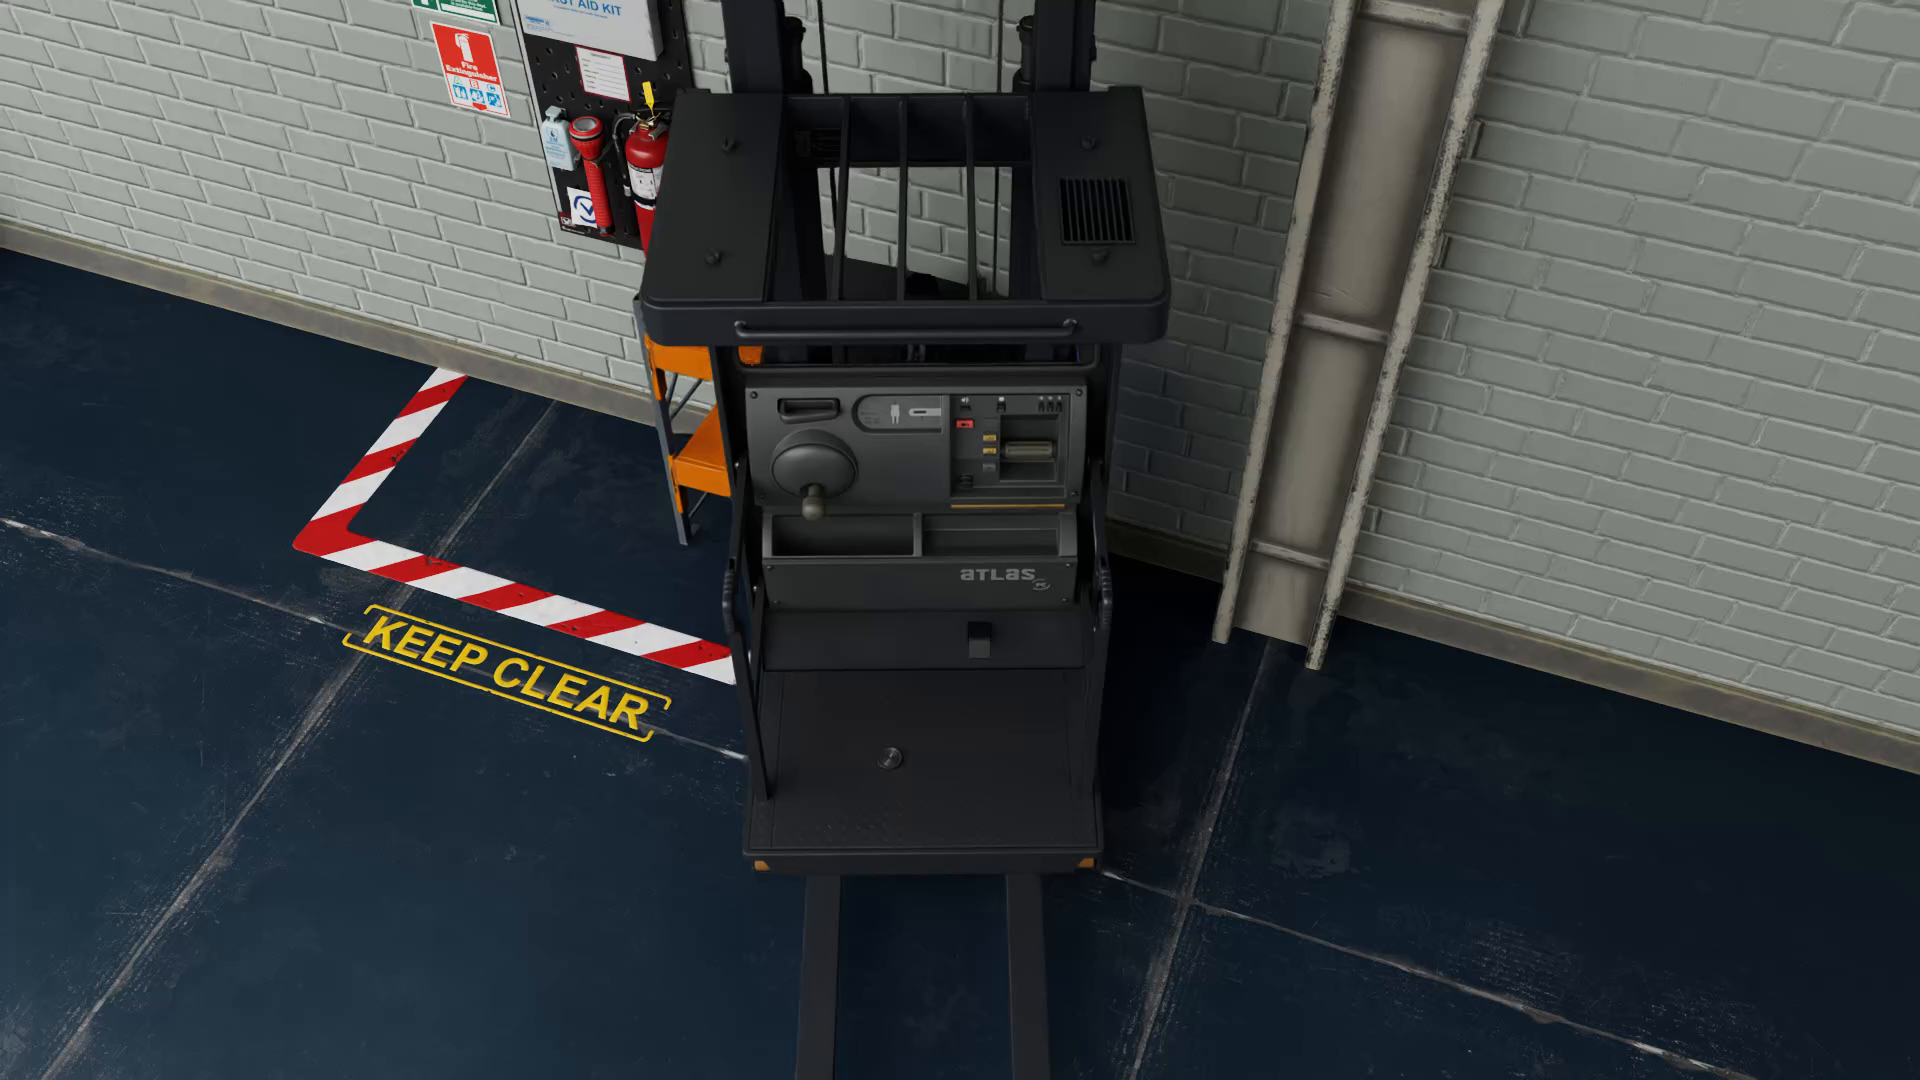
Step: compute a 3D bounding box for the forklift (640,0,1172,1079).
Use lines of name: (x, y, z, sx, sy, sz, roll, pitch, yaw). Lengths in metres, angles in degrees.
forklift: (-0.114, -0.150, 4.440, 1.130, 2.935, 3.031, 0, 49, 0)

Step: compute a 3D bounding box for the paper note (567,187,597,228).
paper note: (-1.312, -1.164, 5.856, 0.142, 0.148, 0.016, 16, 51, 13)

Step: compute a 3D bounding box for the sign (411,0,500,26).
sign: (-1.652, -1.752, 5.410, 0.331, 0.109, 0.001, 16, 51, 13)

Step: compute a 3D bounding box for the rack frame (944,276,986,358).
rack frame: (-0.006, -0.300, 5.698, 0.032, 1.125, 0.500, 15, 47, 16)

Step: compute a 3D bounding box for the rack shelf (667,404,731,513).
rack shelf: (-0.474, -0.250, 6.009, 1.000, 0.278, 0.538, 15, 47, 16)

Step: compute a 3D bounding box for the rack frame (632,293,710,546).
rack frame: (-0.953, -0.546, 5.974, 0.032, 1.125, 0.500, 15, 47, 16)

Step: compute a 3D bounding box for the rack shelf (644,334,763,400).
rack shelf: (-0.486, -0.630, 5.629, 1.000, 0.278, 0.538, 15, 47, 16)

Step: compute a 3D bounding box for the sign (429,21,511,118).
sign: (-1.653, -1.586, 5.616, 0.234, 0.329, 0.001, 16, 51, 13)

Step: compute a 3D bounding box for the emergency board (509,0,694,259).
emergency board: (-1.170, -1.357, 5.441, 0.643, 1.169, 0.194, 16, 51, 13)

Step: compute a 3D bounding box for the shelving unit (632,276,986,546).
shelving unit: (-0.479, -0.423, 5.836, 1.048, 1.125, 0.538, 15, 47, 16)
